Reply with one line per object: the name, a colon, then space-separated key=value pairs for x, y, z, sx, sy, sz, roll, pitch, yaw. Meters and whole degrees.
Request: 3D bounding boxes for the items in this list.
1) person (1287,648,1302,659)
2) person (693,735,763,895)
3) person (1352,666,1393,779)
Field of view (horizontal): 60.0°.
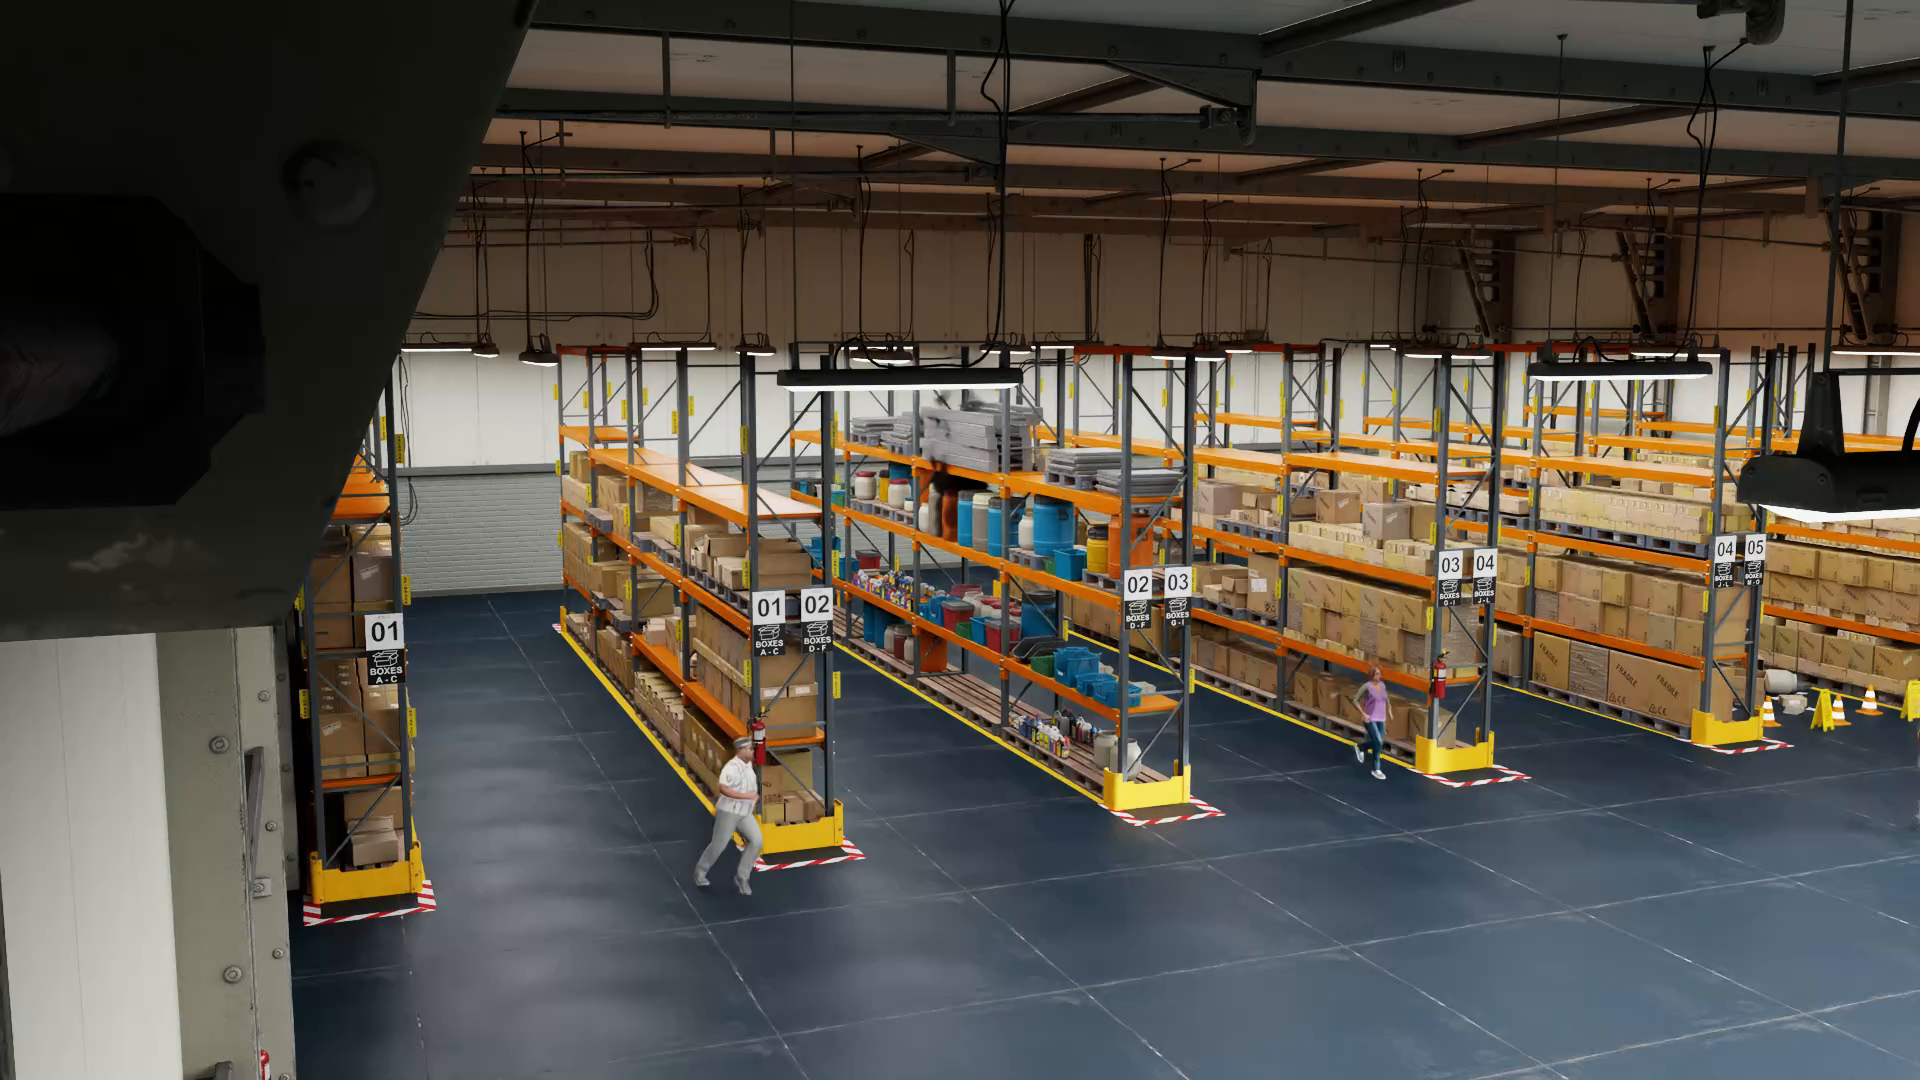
person: x=6.348 y=1.535 z=31.131 sx=0.624 sy=1.780 sz=0.752 roll=-4 pitch=8 yaw=-28
person: x=-2.597 y=3.115 z=18.956 sx=0.764 sy=1.767 sz=0.803 roll=4 pitch=8 yaw=26
person: x=5.838 y=2.557 z=23.672 sx=0.566 sy=1.579 sz=0.715 roll=-4 pitch=8 yaw=-26
